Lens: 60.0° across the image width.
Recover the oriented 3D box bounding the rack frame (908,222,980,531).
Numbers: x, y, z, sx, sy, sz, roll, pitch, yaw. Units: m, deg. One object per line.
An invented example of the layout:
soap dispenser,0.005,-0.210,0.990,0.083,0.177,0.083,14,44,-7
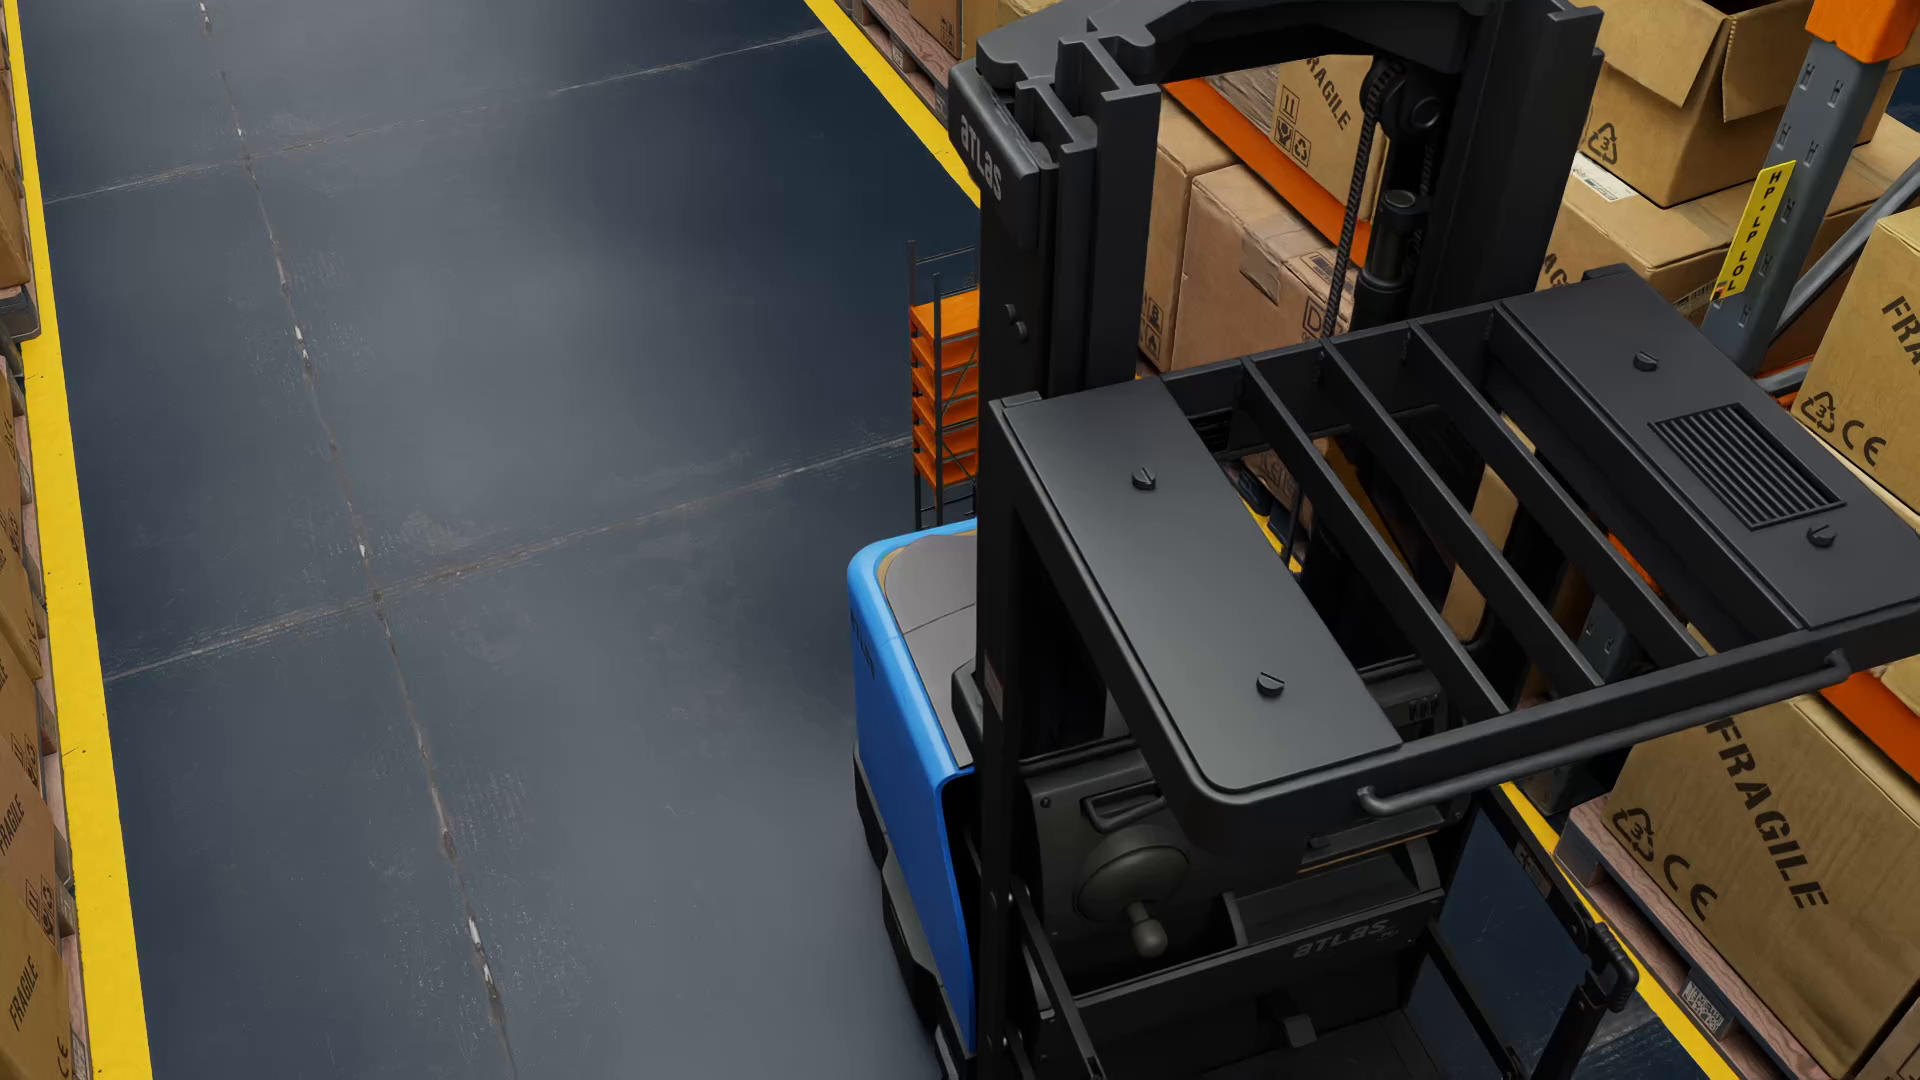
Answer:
rack frame,-0.045,-0.495,5.397,0.240,1.200,0.006,-18,47,-17

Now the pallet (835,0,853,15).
pallet,-0.360,-3.261,8.905,1.003,0.211,1.213,-18,47,-17

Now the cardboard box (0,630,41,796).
cardboard box,-2.911,0.495,4.594,0.500,0.500,0.500,-17,47,-17

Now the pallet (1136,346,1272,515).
pallet,1.249,-0.686,6.295,1.003,0.211,1.213,-18,47,-17

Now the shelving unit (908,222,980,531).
shelving unit,-0.006,-0.436,5.338,0.258,1.200,0.189,-18,47,-17

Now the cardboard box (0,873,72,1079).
cardboard box,-2.454,1.161,3.918,0.500,0.500,0.500,-16,47,-16

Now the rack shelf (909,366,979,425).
rack shelf,-0.006,-0.490,5.285,0.258,0.103,0.180,-18,47,-17

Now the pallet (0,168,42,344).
pallet,-4.329,-1.111,6.726,1.003,0.211,1.213,-18,47,-17

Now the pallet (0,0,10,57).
pallet,-5.355,-2.666,8.301,1.003,0.211,1.213,-18,47,-17

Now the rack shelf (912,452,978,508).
rack shelf,-0.006,-0.234,5.538,0.258,0.103,0.180,-18,47,-17

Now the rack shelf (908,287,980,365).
rack shelf,-0.006,-0.661,5.116,0.258,0.103,0.180,-18,47,-17

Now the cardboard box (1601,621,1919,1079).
cardboard box,2.363,0.621,4.199,0.875,0.875,0.875,-18,47,-17

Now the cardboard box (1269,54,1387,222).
cardboard box,1.286,-1.331,4.893,0.500,0.500,0.500,-19,48,-18

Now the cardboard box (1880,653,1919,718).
cardboard box,2.203,0.281,3.508,0.380,0.149,0.250,-17,47,-16

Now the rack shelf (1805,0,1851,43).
rack shelf,1.318,-2.516,4.541,1.077,0.370,4.000,-18,47,-17

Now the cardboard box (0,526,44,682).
cardboard box,-3.100,0.168,4.925,0.500,0.500,0.500,-20,48,-19

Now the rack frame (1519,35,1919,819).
rack frame,2.159,-0.430,4.050,1.000,3.000,0.127,-18,47,-17

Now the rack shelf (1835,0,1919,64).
rack shelf,2.999,0.033,1.958,1.077,0.370,4.000,-18,47,-17

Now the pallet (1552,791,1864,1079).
pallet,2.407,1.070,4.515,1.003,0.211,1.213,-18,47,-17

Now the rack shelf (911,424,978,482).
rack shelf,-0.006,-0.319,5.453,0.258,0.103,0.180,-18,47,-17

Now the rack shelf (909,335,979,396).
rack shelf,-0.006,-0.576,5.201,0.258,0.103,0.180,-18,47,-17

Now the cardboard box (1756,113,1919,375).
cardboard box,2.192,-0.833,4.387,0.500,0.500,0.500,-18,47,-17

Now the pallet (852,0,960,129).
pallet,0.149,-2.485,8.118,1.003,0.211,1.213,-18,47,-17

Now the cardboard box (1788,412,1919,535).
cardboard box,2.118,-0.106,3.617,0.500,0.250,0.500,-19,48,-18

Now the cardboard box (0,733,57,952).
cardboard box,-2.678,0.825,4.259,0.500,0.500,0.500,-16,47,-16

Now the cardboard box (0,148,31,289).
cardboard box,-4.240,-1.342,6.277,1.050,0.750,0.750,-19,48,-18

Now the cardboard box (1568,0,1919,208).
cardboard box,1.882,-1.228,4.073,0.797,0.503,0.637,-19,48,-18

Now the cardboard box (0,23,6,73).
cardboard box,-5.003,-2.492,7.442,1.050,0.750,0.750,-18,47,-17

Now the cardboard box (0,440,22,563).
cardboard box,-3.337,-0.164,5.262,0.500,0.500,0.500,-16,47,-16

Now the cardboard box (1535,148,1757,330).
cardboard box,1.714,-0.683,4.236,0.500,0.500,0.500,-18,47,-17

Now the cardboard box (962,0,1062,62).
cardboard box,0.748,-1.927,6.781,1.225,0.875,0.875,-20,48,-19

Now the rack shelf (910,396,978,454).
rack shelf,-0.006,-0.405,5.369,0.258,0.103,0.180,-18,47,-17

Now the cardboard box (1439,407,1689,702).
cardboard box,1.871,-0.225,5.056,1.225,0.875,0.875,-18,47,-17

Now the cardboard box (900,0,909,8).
cardboard box,-0.068,-3.017,8.138,0.700,0.500,0.500,-22,49,-21

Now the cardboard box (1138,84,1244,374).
cardboard box,1.116,-1.356,6.203,1.225,0.875,0.875,-18,47,-17

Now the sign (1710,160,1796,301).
sign,1.670,-0.648,3.503,0.100,0.325,0.005,-18,47,-17

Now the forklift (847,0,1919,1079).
forklift,0.651,0.611,3.044,1.130,2.935,3.031,-13,46,-13

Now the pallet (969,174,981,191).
pallet,0.740,-1.462,7.081,1.003,0.211,1.213,-18,47,-17

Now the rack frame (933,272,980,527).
rack frame,0.032,-0.378,5.279,0.240,1.200,0.006,-18,47,-17

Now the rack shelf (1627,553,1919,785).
rack shelf,2.999,1.100,3.011,1.077,0.370,4.000,-18,47,-17

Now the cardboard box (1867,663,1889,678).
cardboard box,2.092,0.113,3.678,0.380,0.149,0.250,-20,48,-19

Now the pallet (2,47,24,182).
pallet,-4.838,-1.887,7.512,1.003,0.211,1.213,-18,47,-17

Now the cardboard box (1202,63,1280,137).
cardboard box,1.080,-1.652,5.218,0.500,0.500,0.500,-18,47,-17

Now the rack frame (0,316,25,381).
rack frame,-4.066,-1.579,5.214,1.000,3.000,0.127,-18,47,-17

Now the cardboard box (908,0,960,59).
cardboard box,0.177,-2.667,7.784,0.700,0.500,0.500,-20,48,-19

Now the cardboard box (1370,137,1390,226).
cardboard box,1.512,-1.001,4.557,0.500,0.500,0.500,-17,47,-16

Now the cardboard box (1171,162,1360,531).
cardboard box,1.495,-0.795,5.633,1.225,0.875,0.875,-20,48,-19

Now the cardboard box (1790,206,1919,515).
cardboard box,2.128,-0.369,3.349,0.500,0.500,0.500,-18,47,-17

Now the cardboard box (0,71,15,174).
cardboard box,-4.611,-1.898,6.841,1.050,0.750,0.750,-17,47,-17

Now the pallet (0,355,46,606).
pallet,-3.739,-0.088,5.689,1.003,0.211,1.213,-18,47,-17

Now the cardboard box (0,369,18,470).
cardboard box,-3.552,-0.496,5.598,0.500,0.500,0.500,-18,47,-18

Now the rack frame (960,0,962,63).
rack frame,0.477,-2.979,6.634,1.000,3.000,0.127,-18,47,-17

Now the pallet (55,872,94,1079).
pallet,-2.713,1.467,4.113,1.003,0.211,1.213,-18,47,-17

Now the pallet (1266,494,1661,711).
pallet,1.766,0.093,5.506,1.003,0.211,1.213,-18,47,-17

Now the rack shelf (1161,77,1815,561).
rack shelf,1.318,-1.449,5.595,1.077,0.370,4.000,-18,47,-17

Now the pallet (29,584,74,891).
pallet,-3.230,0.688,4.902,1.003,0.211,1.213,-18,47,-17
